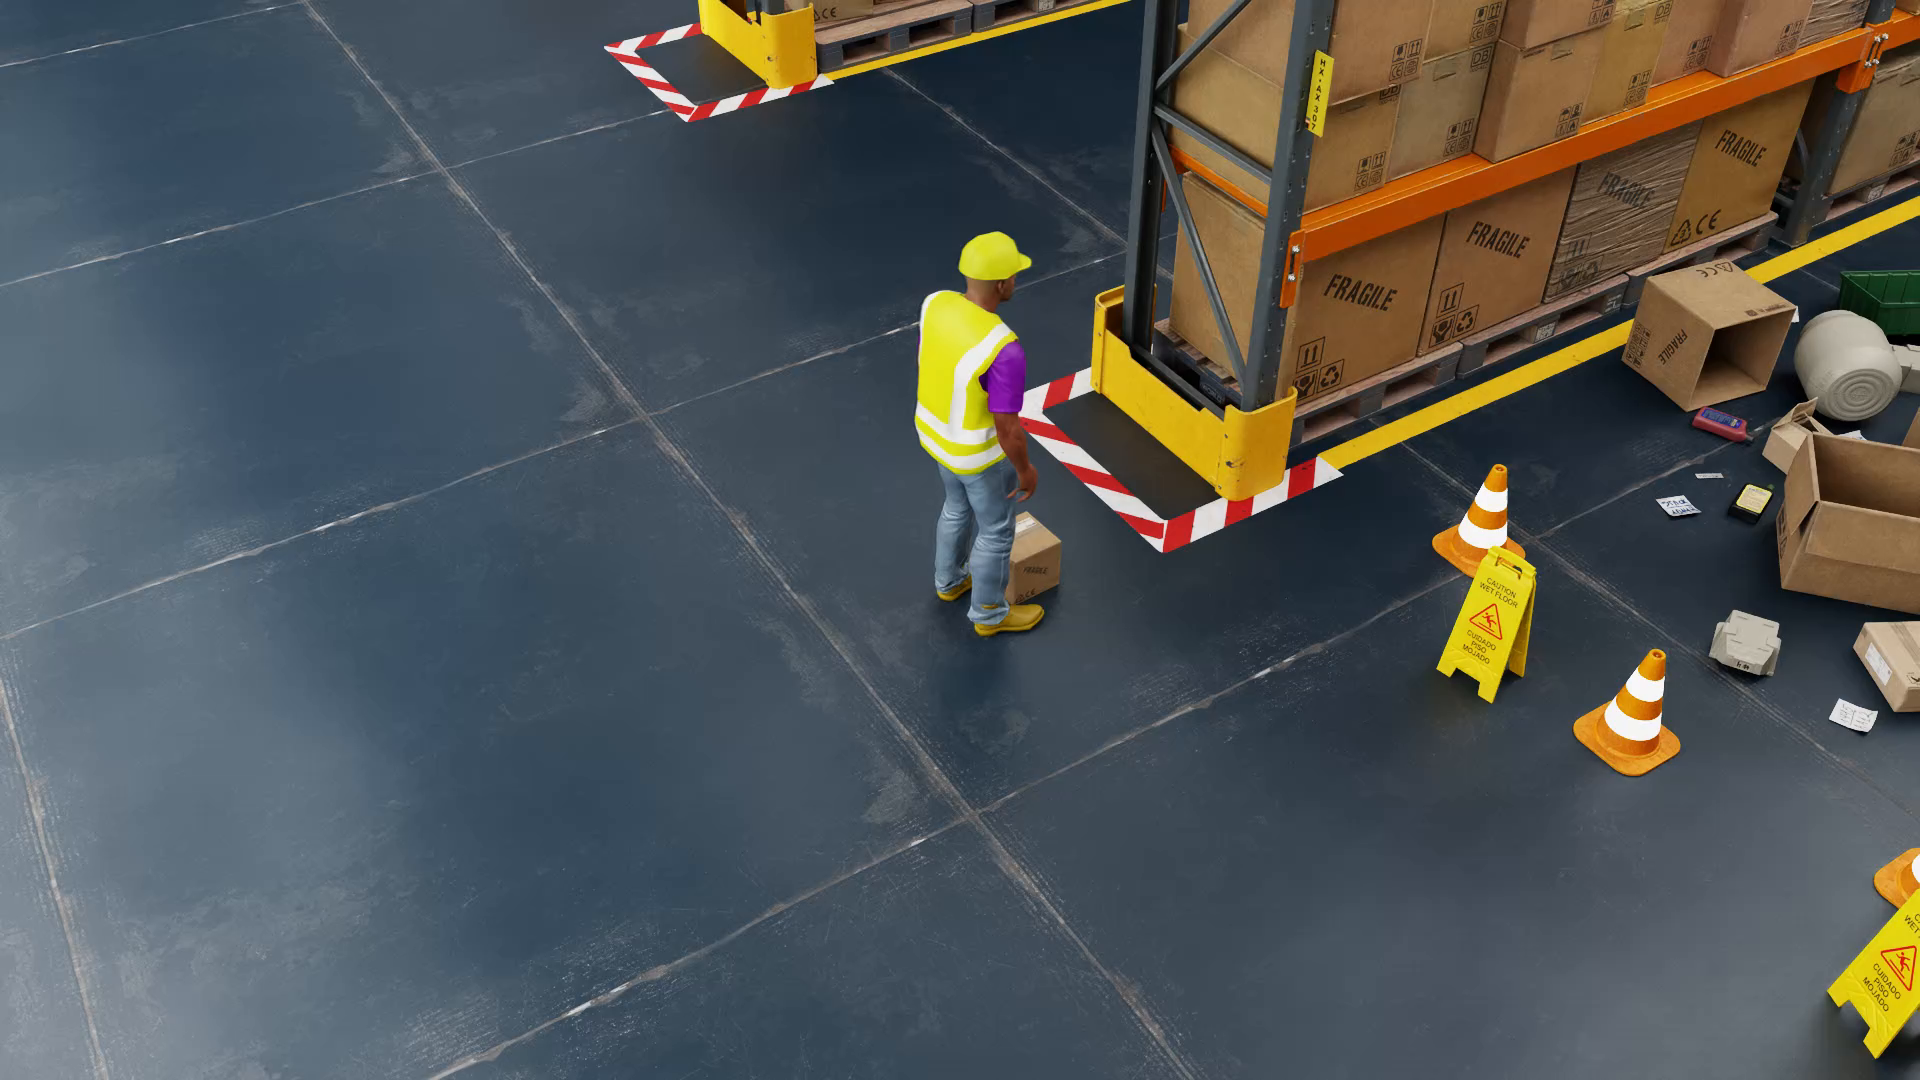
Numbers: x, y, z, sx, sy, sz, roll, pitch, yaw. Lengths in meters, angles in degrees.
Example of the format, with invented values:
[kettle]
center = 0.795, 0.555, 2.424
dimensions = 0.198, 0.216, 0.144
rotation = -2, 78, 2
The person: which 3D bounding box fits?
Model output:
[person]
center = 0.080, -0.406, 6.618
dimensions = 0.457, 1.761, 0.626
rotation = -22, 45, -24
